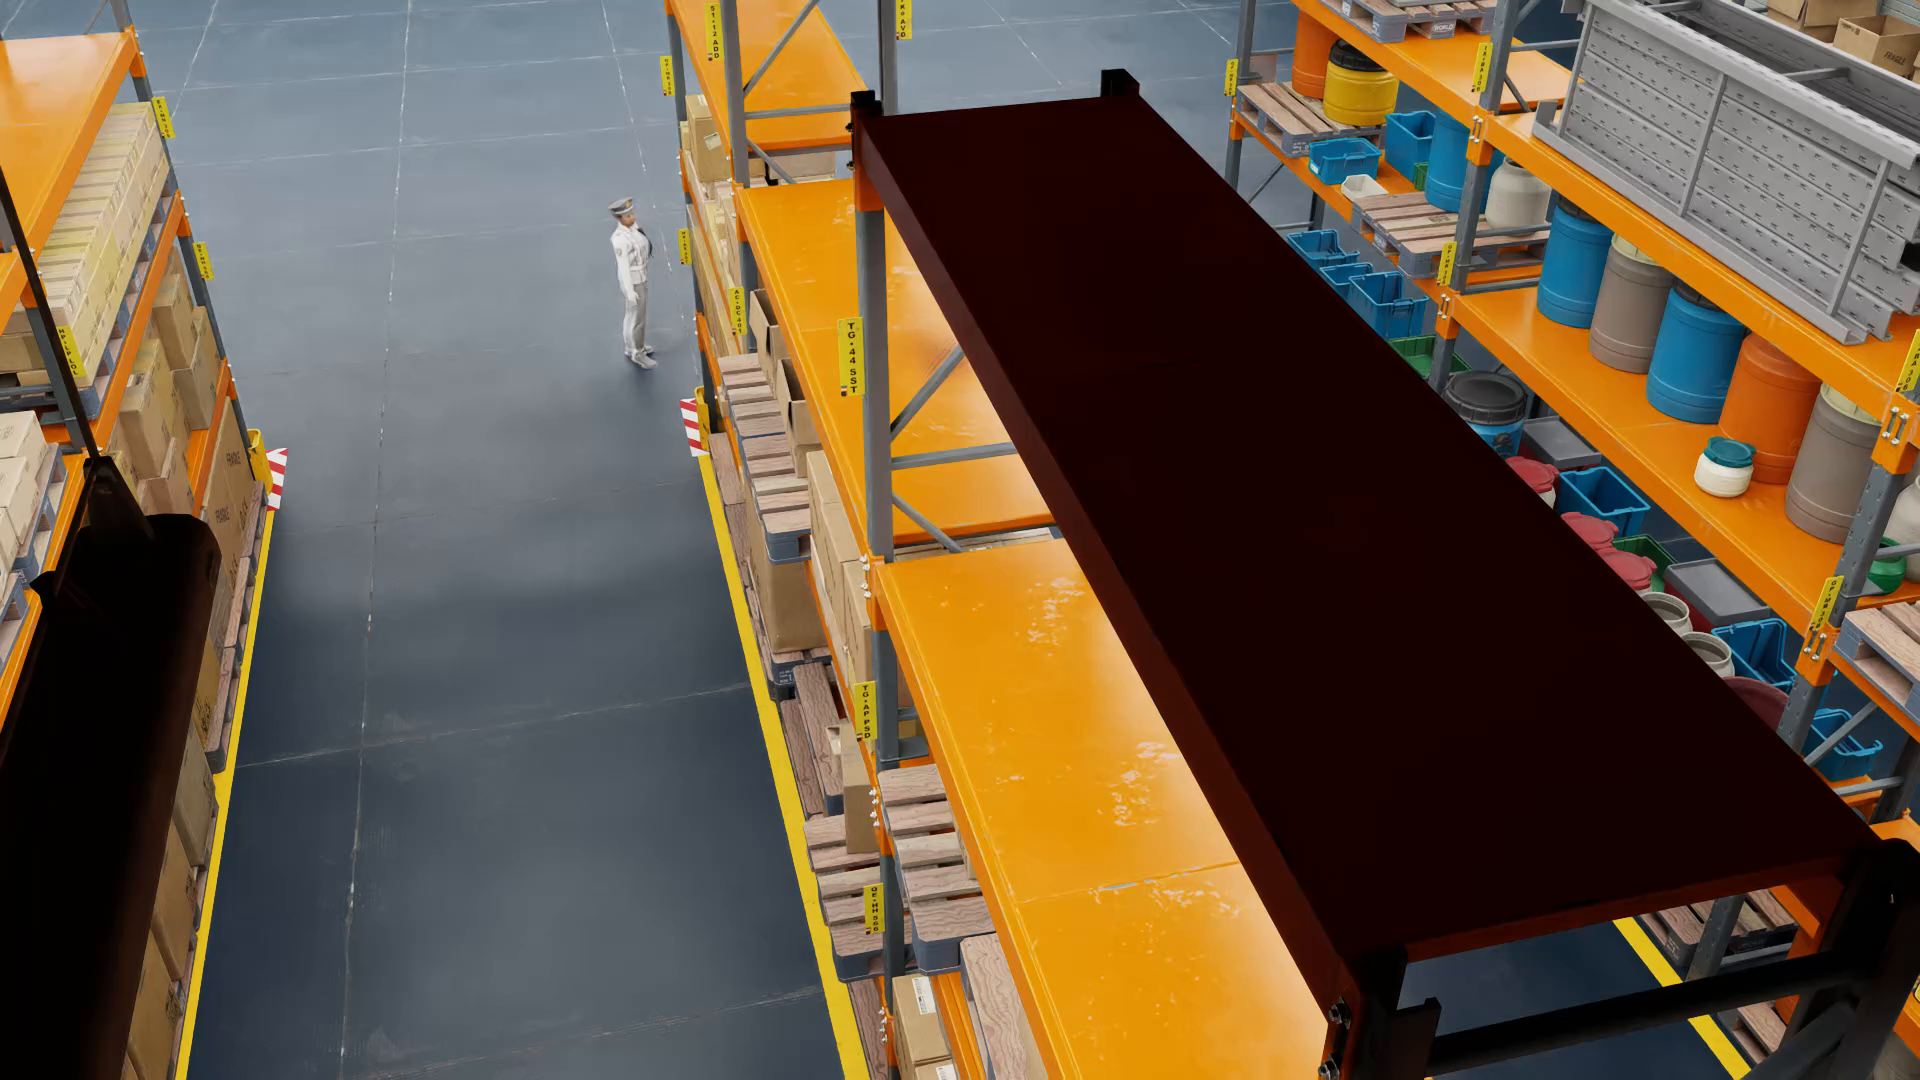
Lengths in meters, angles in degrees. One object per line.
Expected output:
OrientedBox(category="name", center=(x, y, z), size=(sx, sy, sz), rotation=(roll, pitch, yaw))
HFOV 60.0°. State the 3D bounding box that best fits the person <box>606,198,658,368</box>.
OrientedBox(category="person", center=(-3.186, -2.527, 16.309), size=(0.394, 1.716, 0.552), rotation=(-5, 35, -7))
